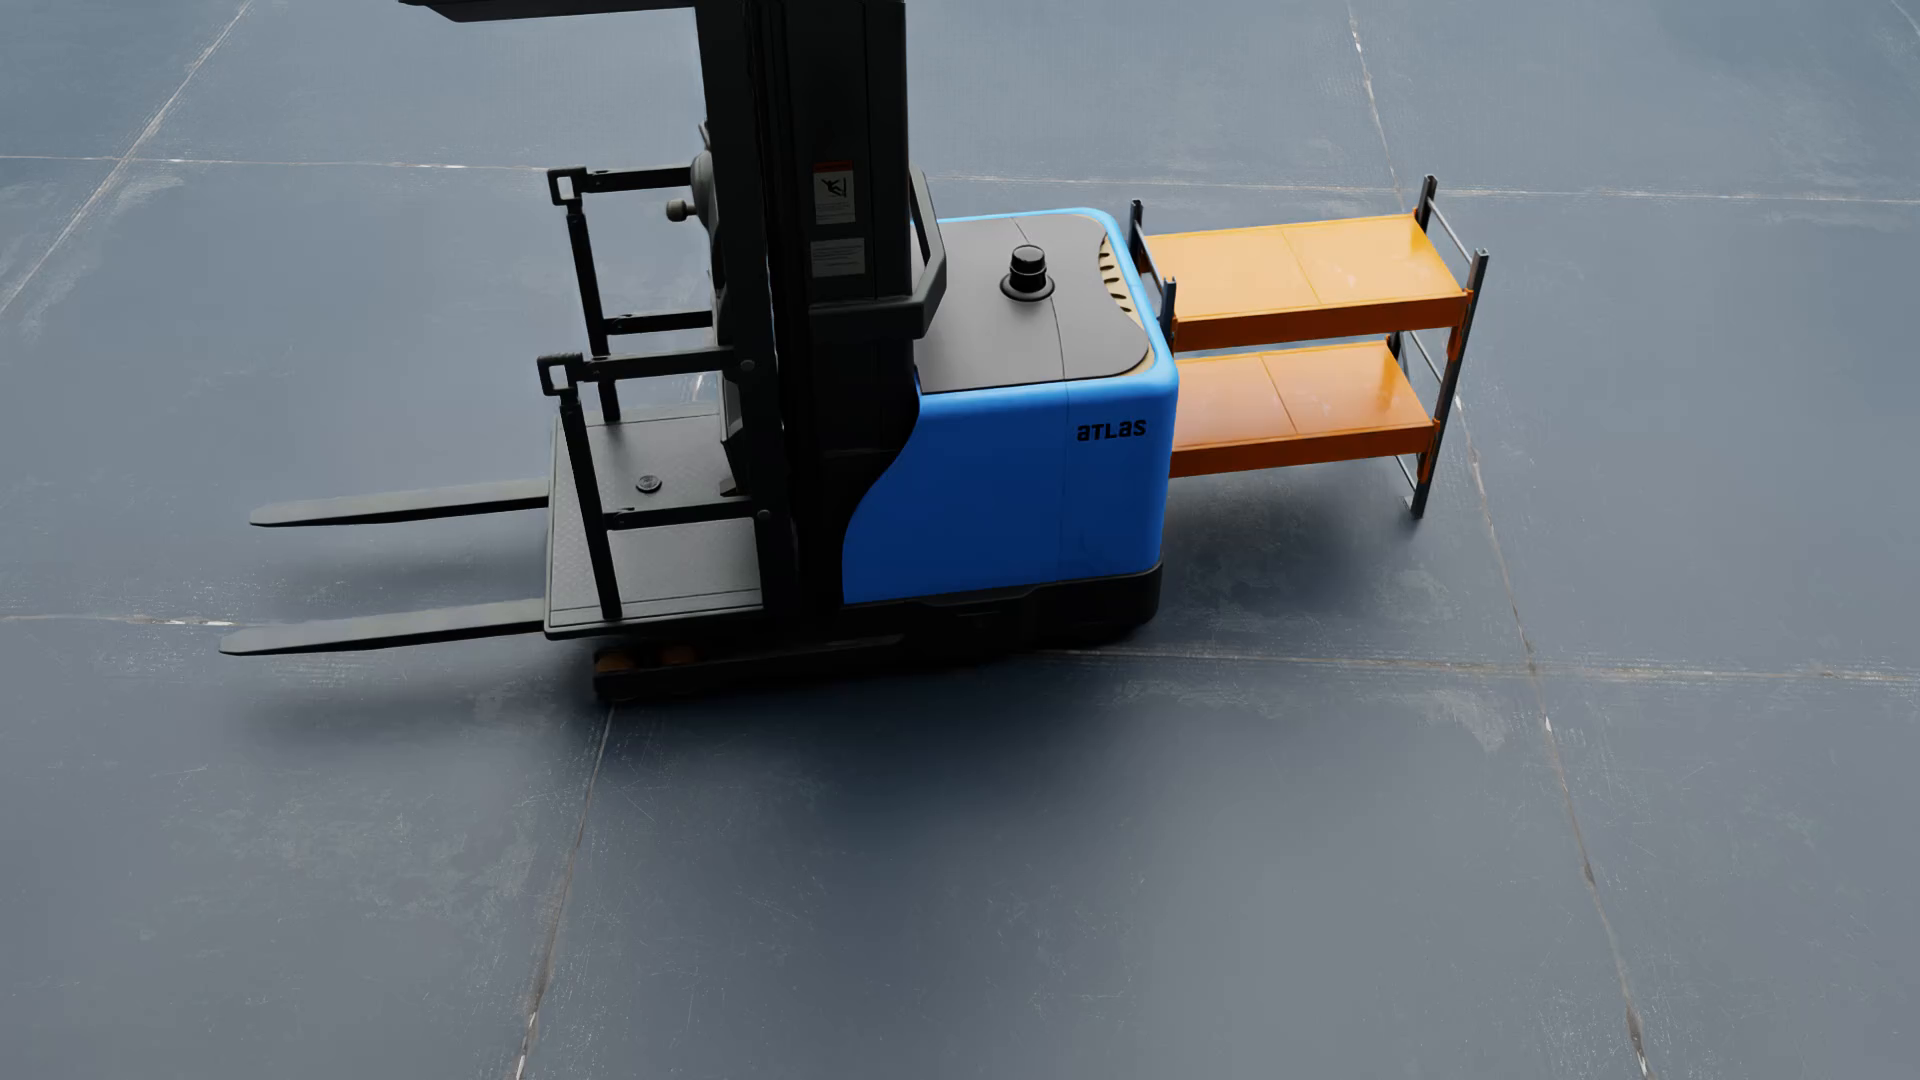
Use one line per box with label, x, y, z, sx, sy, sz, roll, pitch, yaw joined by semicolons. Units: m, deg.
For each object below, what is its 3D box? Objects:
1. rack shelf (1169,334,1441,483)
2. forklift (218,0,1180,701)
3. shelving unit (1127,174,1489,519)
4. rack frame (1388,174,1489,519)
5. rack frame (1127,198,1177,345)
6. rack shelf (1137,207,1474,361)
rack shelf;1.123;-0.427;5.941;1.000;0.278;0.538;-6;43;-6
forklift;-0.894;-0.938;4.806;3.031;2.935;1.130;-6;43;-6
shelving unit;1.123;-0.606;5.774;1.048;1.125;0.538;-6;43;-6
rack frame;1.625;-0.658;5.830;0.032;1.125;0.500;-6;43;-6
rack frame;0.620;-0.553;5.717;0.032;1.125;0.500;-6;43;-6
rack shelf;1.123;-0.820;5.574;1.000;0.278;0.538;-6;43;-6
